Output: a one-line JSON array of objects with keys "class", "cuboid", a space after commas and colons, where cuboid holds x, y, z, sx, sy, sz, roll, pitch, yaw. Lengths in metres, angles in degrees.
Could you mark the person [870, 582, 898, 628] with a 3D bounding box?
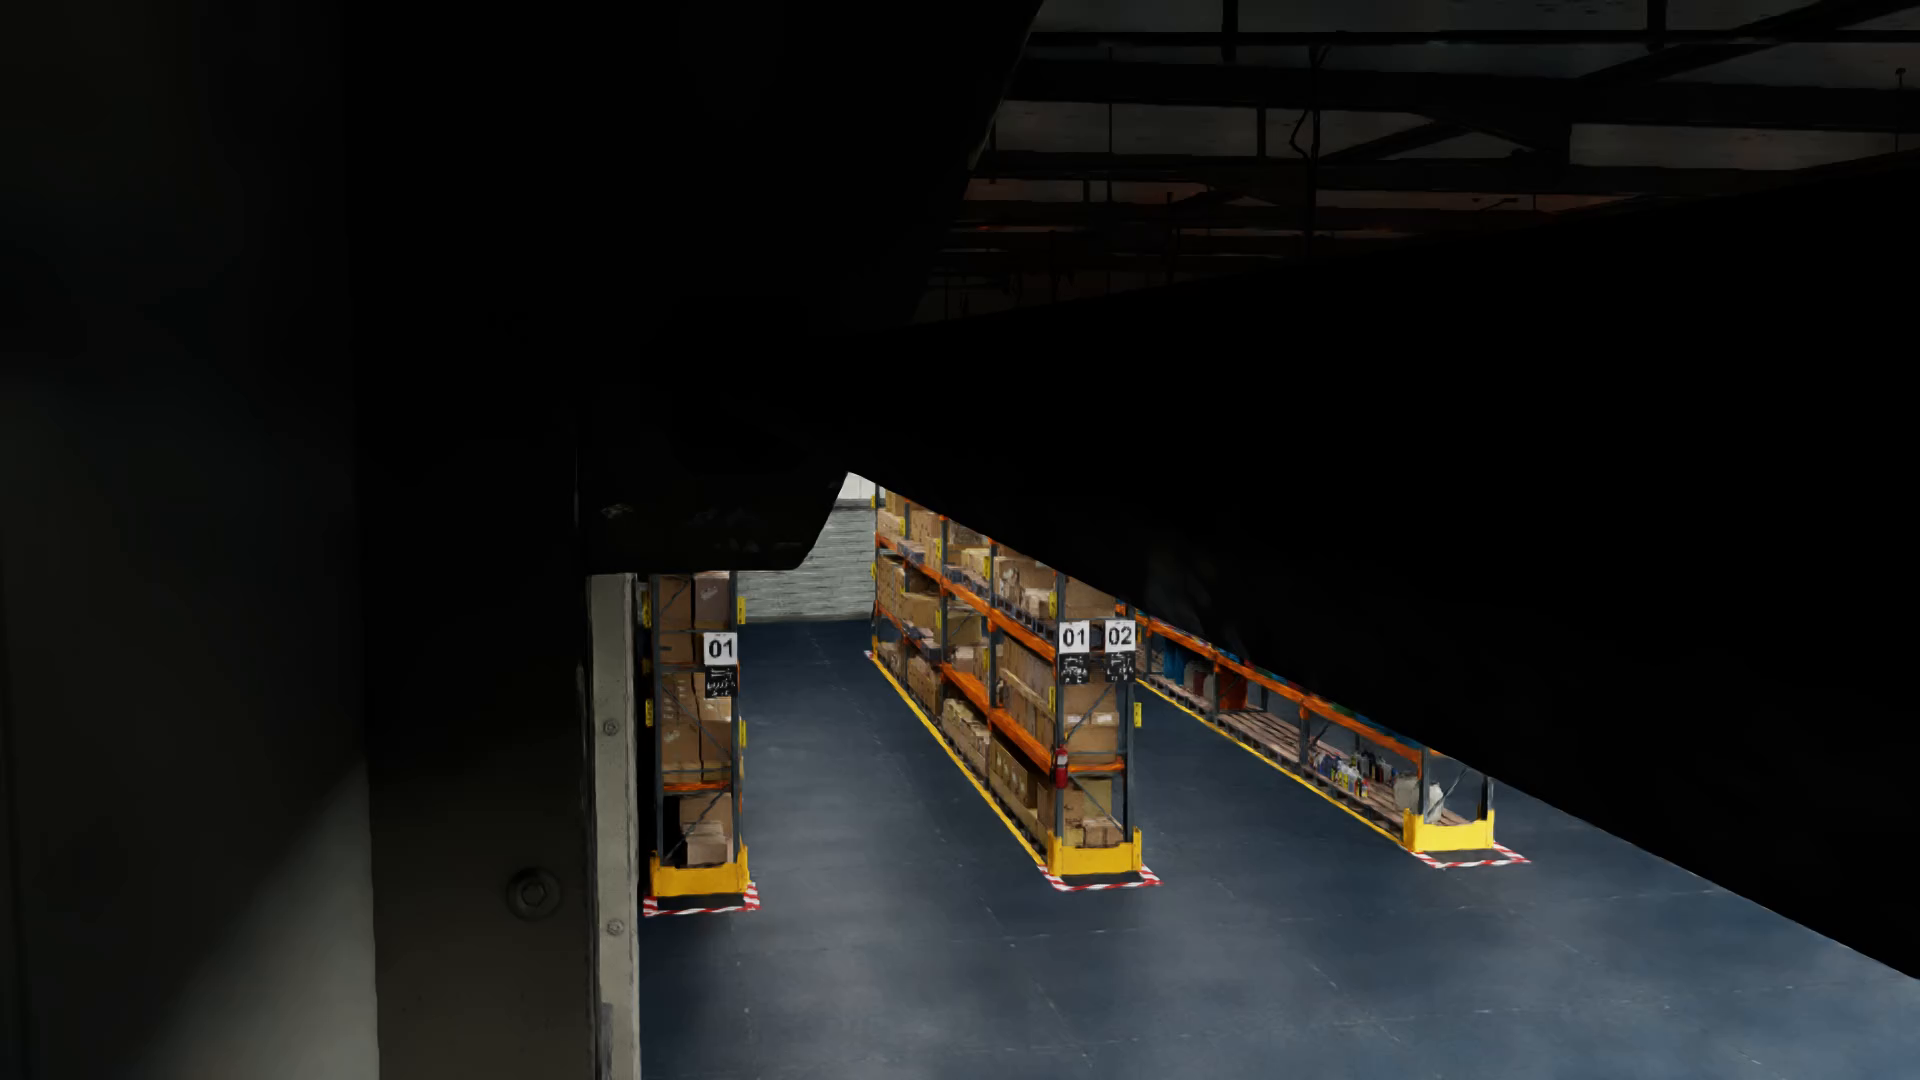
[{"class": "person", "cuboid": [-1.848, 1.361, 40.717, 0.621, 1.574, 0.828, -3, 7, -28]}]
